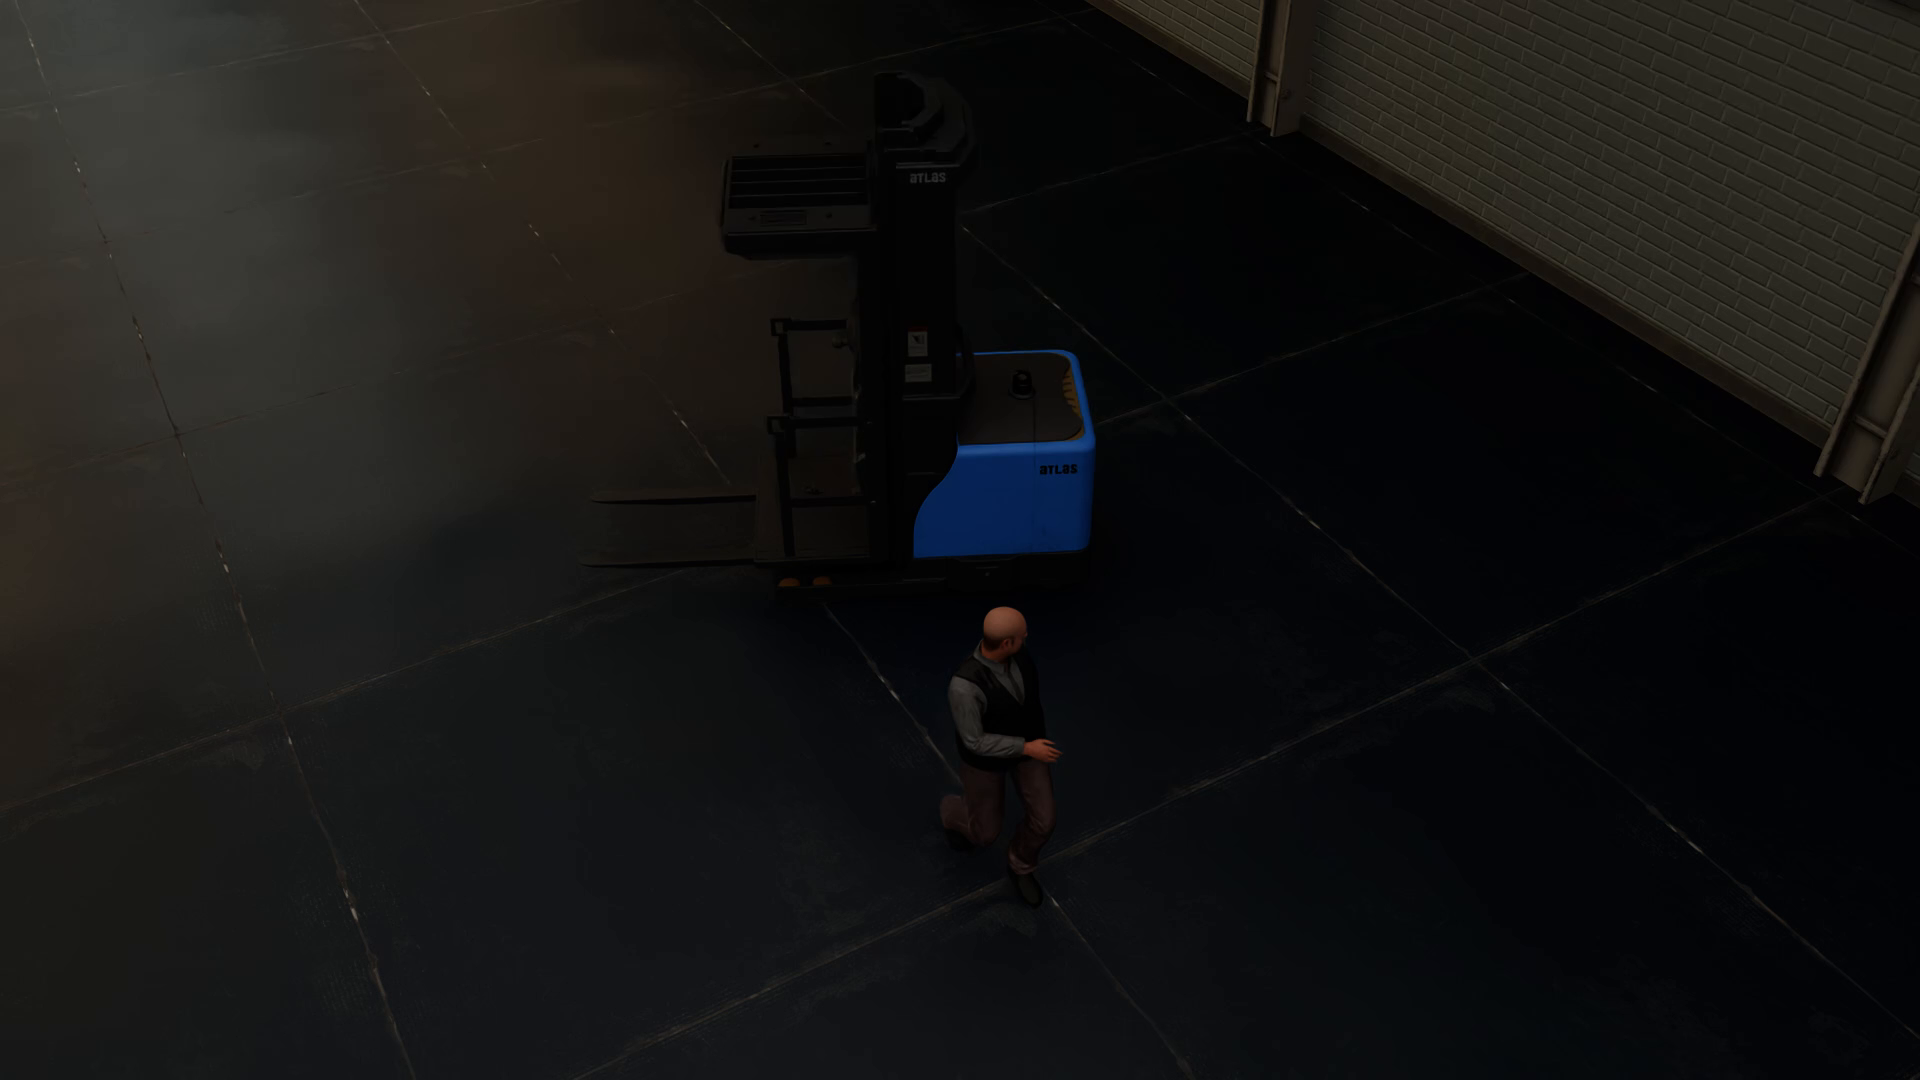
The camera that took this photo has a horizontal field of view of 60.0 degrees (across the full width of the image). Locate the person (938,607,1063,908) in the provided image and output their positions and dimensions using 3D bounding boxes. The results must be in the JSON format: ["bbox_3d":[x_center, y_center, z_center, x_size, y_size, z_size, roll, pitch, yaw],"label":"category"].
[{"bbox_3d":[0.202,0.965,7.894,0.601,1.648,0.760,-22,44,-24],"label":"person"}]

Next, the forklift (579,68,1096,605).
[{"bbox_3d":[-0.758,-1.090,9.350,3.031,2.935,1.130,-2,40,-3],"label":"forklift"}]
